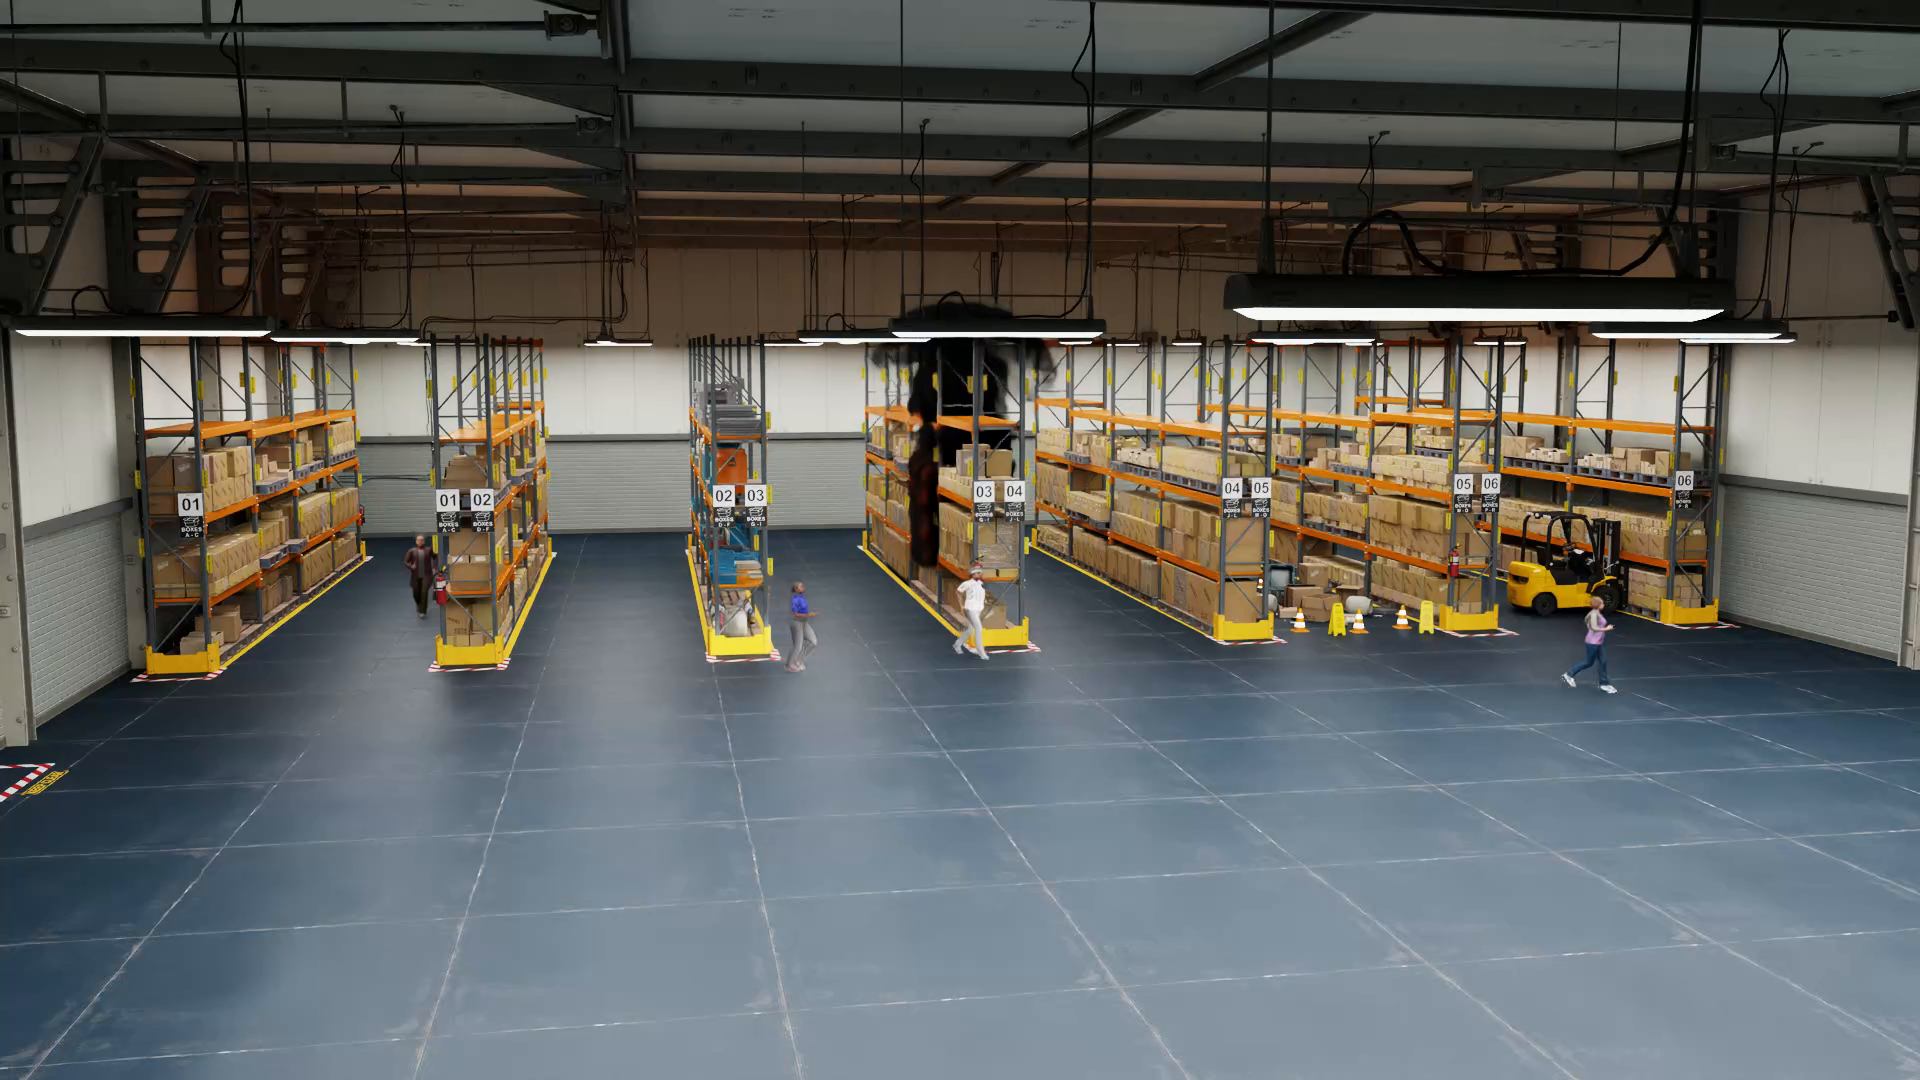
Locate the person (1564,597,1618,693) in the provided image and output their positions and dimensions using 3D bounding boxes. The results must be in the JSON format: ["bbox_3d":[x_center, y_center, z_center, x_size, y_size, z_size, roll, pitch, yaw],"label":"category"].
[{"bbox_3d":[10.566,1.730,27.774,0.859,1.597,0.565,4,8,31],"label":"person"}]

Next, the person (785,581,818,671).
[{"bbox_3d":[-2.813,1.533,29.501,0.640,1.635,0.561,2,7,20],"label":"person"}]

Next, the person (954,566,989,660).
[{"bbox_3d":[0.295,1.329,31.045,0.838,1.692,0.583,5,8,39],"label":"person"}]

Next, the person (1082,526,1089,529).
[{"bbox_3d":[3.812,-0.902,50.659,0.600,1.660,0.562,-3,7,-25],"label":"person"}]

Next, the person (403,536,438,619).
[{"bbox_3d":[-11.534,0.772,35.620,0.718,1.746,0.833,-2,7,-16],"label":"person"}]
